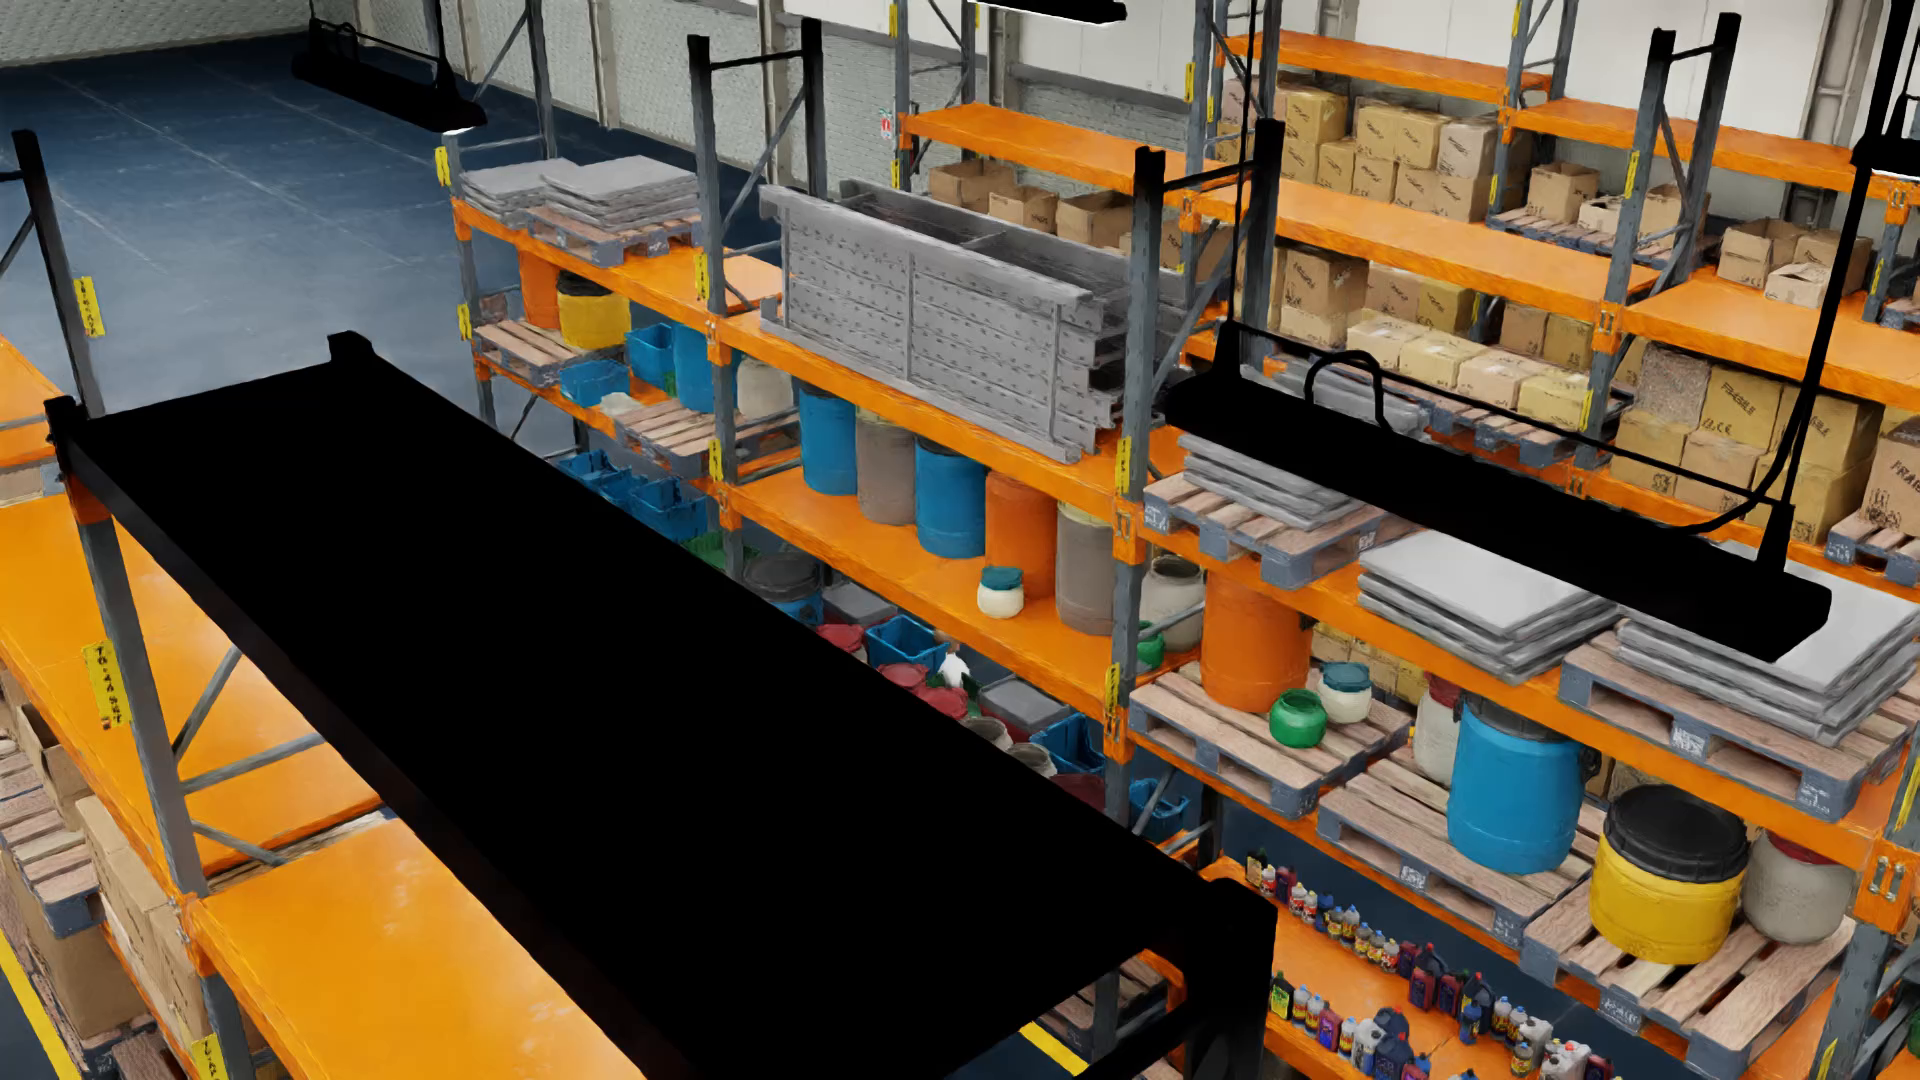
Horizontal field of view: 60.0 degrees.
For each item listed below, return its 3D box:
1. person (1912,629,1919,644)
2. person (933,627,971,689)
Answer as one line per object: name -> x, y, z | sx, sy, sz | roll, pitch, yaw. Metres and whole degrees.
person -> 7.545, 1.349, 13.132 | 0.497, 1.561, 1.090 | -20, 33, -34
person -> -0.043, 1.398, 12.825 | 0.638, 1.768, 0.709 | -17, 32, -30
